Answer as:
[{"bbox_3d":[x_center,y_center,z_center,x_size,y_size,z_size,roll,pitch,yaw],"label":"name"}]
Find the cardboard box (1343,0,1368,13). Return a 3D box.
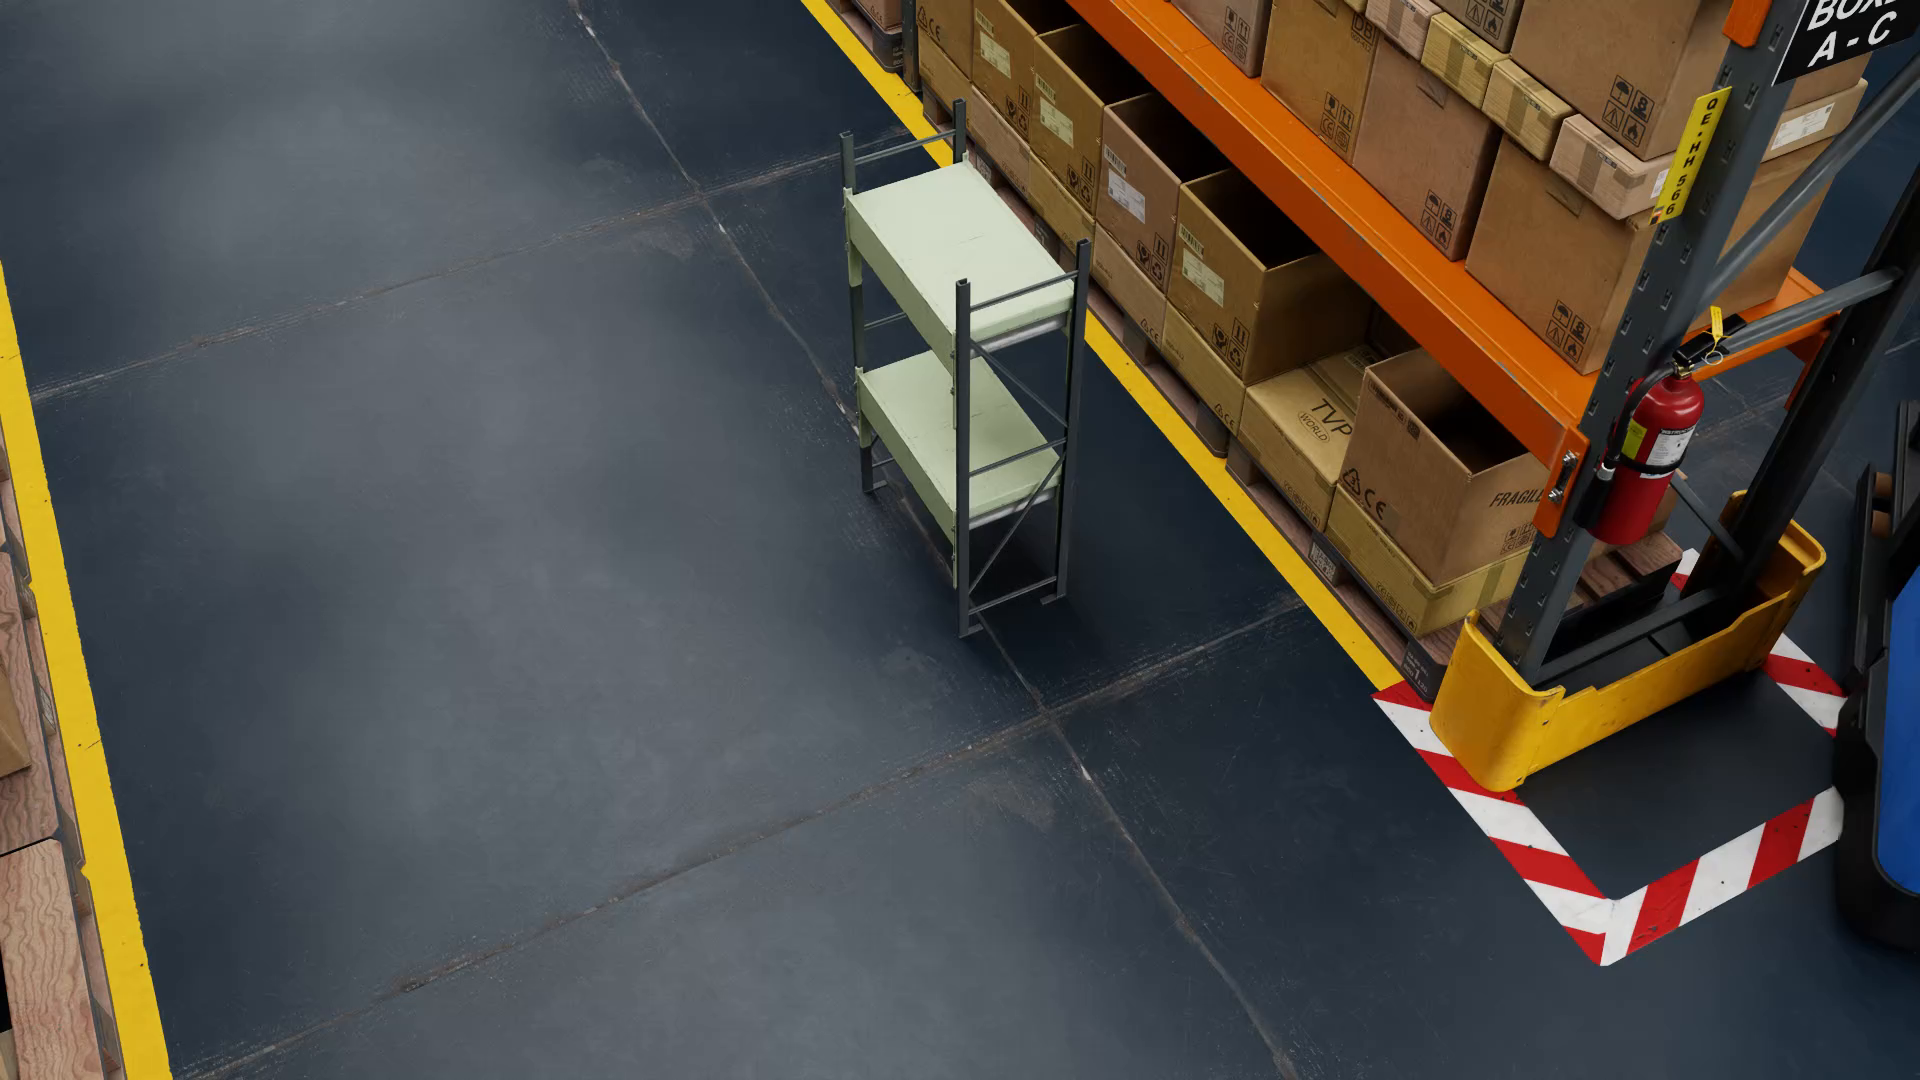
[{"bbox_3d":[1.228,-1.659,4.711,0.380,0.149,0.250,-20,52,-16],"label":"cardboard box"}]

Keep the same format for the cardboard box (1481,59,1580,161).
[{"bbox_3d":[1.579,-1.143,4.260,0.380,0.149,0.250,-20,52,-17],"label":"cardboard box"}]

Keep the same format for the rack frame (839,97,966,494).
[{"bbox_3d":[-0.164,-0.734,5.396,0.400,1.500,0.023,-21,52,-18],"label":"rack frame"}]

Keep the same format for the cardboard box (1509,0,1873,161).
[{"bbox_3d":[1.817,-1.344,4.005,0.700,0.500,0.500,-21,52,-17],"label":"cardboard box"}]

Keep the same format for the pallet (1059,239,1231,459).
[{"bbox_3d":[1.102,-0.927,6.420,1.003,0.211,1.213,-21,52,-18],"label":"pallet"}]

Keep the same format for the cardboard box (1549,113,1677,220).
[{"bbox_3d":[1.700,-0.969,4.107,0.380,0.149,0.250,-22,52,-18],"label":"cardboard box"}]

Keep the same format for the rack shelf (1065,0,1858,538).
[{"bbox_3d":[1.129,-1.634,5.664,1.077,0.370,4.000,-21,52,-18],"label":"rack shelf"}]

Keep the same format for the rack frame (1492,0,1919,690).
[{"bbox_3d":[2.044,-0.532,4.223,1.000,3.000,0.127,-21,52,-18],"label":"rack frame"}]

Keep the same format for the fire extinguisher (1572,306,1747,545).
[{"bbox_3d":[1.685,-0.268,4.043,0.296,0.674,0.183,-21,52,-18],"label":"fire extinguisher"}]

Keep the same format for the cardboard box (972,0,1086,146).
[{"bbox_3d":[0.383,-1.939,6.503,0.500,0.500,0.500,-21,52,-18],"label":"cardboard box"}]

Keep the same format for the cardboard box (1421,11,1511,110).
[{"bbox_3d":[1.461,-1.314,4.410,0.380,0.149,0.250,-22,52,-18],"label":"cardboard box"}]

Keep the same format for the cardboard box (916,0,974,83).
[{"bbox_3d":[0.147,-2.271,6.793,0.500,0.500,0.500,-21,52,-18],"label":"cardboard box"}]

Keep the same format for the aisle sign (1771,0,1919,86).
[{"bbox_3d":[1.813,-1.243,3.117,0.394,0.787,0.004,-21,52,-18],"label":"aisle sign"}]

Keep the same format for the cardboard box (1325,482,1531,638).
[{"bbox_3d":[1.536,-0.022,5.324,0.500,0.250,0.500,-21,52,-18],"label":"cardboard box"}]

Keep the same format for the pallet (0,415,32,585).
[{"bbox_3d":[-3.851,-0.145,5.737,1.003,0.211,1.213,-21,52,-18],"label":"pallet"}]

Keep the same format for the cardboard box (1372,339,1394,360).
[{"bbox_3d":[1.764,-0.534,5.772,0.500,0.250,0.500,-21,52,-18],"label":"cardboard box"}]

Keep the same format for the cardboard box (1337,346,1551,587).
[{"bbox_3d":[1.534,-0.268,5.042,0.500,0.500,0.500,-21,52,-18],"label":"cardboard box"}]

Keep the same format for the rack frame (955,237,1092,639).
[{"bbox_3d":[0.171,-0.244,4.967,0.400,1.500,0.023,-21,52,-18],"label":"rack frame"}]

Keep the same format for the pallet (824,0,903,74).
[{"bbox_3d":[-0.158,-2.771,8.033,1.003,0.211,1.213,-21,52,-18],"label":"pallet"}]

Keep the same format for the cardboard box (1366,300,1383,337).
[{"bbox_3d":[1.525,-1.112,5.779,0.500,0.500,0.500,-21,52,-18],"label":"cardboard box"}]

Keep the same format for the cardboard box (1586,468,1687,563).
[{"bbox_3d":[1.996,-0.201,5.480,0.500,0.250,0.500,-21,52,-18],"label":"cardboard box"}]

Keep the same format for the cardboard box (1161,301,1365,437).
[{"bbox_3d":[1.066,-0.687,5.906,0.500,0.250,0.500,-21,52,-18],"label":"cardboard box"}]

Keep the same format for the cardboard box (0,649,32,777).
[{"bbox_3d":[-3.148,0.471,4.714,0.700,0.500,0.500,-24,53,-20],"label":"cardboard box"}]

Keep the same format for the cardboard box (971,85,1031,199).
[{"bbox_3d":[0.380,-1.691,6.784,0.500,0.250,0.500,-21,52,-18],"label":"cardboard box"}]

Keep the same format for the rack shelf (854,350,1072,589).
[{"bbox_3d":[0.003,-0.275,5.427,0.431,0.370,0.720,-21,52,-18],"label":"rack shelf"}]

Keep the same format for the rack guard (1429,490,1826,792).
[{"bbox_3d":[2.055,0.307,5.149,1.175,0.500,0.348,-21,52,-18],"label":"rack guard"}]

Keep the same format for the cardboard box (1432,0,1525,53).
[{"bbox_3d":[1.572,-1.695,4.311,0.700,0.500,0.500,-22,53,-18],"label":"cardboard box"}]

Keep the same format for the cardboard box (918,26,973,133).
[{"bbox_3d":[0.156,-2.027,7.078,0.500,0.250,0.500,-21,52,-18],"label":"cardboard box"}]

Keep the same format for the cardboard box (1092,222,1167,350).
[{"bbox_3d":[0.839,-1.022,6.199,0.500,0.250,0.500,-21,52,-18],"label":"cardboard box"}]

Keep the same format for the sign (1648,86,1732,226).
[{"bbox_3d":[1.555,-0.814,3.542,0.100,0.325,0.005,-21,52,-18],"label":"sign"}]

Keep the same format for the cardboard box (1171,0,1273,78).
[{"bbox_3d":[1.131,-1.917,5.368,0.700,0.500,0.500,-20,52,-16],"label":"cardboard box"}]

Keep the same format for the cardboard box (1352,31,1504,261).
[{"bbox_3d":[1.597,-1.232,4.768,0.700,0.500,0.500,-20,52,-17],"label":"cardboard box"}]

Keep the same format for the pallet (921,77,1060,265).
[{"bbox_3d":[0.540,-1.745,7.136,1.003,0.211,1.213,-21,52,-18],"label":"pallet"}]

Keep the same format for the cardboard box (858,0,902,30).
[{"bbox_3d":[-0.234,-2.620,7.596,0.500,0.250,0.500,-22,52,-18],"label":"cardboard box"}]

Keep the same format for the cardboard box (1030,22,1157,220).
[{"bbox_3d":[0.605,-1.602,6.208,0.500,0.500,0.500,-21,52,-18],"label":"cardboard box"}]

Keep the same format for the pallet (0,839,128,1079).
[{"bbox_3d":[-2.734,1.488,4.308,1.003,0.211,1.213,-21,52,-18],"label":"pallet"}]

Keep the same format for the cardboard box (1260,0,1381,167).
[{"bbox_3d":[1.375,-1.566,5.060,0.700,0.500,0.500,-21,52,-17],"label":"cardboard box"}]

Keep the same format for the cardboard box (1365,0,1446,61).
[{"bbox_3d":[1.348,-1.484,4.557,0.380,0.149,0.250,-21,52,-17],"label":"cardboard box"}]

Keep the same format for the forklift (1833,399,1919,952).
[{"bbox_3d":[3.544,-0.729,4.440,1.130,2.935,3.031,18,51,15],"label":"forklift"}]

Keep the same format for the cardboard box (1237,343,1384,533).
[{"bbox_3d":[1.296,-0.353,5.614,0.500,0.250,0.500,-21,52,-18],"label":"cardboard box"}]

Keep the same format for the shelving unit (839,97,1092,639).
[{"bbox_3d":[0.003,-0.489,5.182,0.431,1.500,0.755,-21,52,-18],"label":"shelving unit"}]

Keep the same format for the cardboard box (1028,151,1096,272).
[{"bbox_3d":[0.605,-1.355,6.490,0.500,0.250,0.500,-21,52,-18],"label":"cardboard box"}]

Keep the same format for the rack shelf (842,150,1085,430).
[{"bbox_3d":[0.003,-0.746,4.888,0.431,0.370,0.720,-21,52,-18],"label":"rack shelf"}]

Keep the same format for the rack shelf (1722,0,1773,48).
[{"bbox_3d":[1.129,-2.621,4.535,1.077,0.370,4.000,-21,52,-18],"label":"rack shelf"}]

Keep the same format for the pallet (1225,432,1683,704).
[{"bbox_3d":[1.657,-0.112,5.707,1.003,0.211,1.213,-21,52,-18],"label":"pallet"}]

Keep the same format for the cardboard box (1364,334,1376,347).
[{"bbox_3d":[1.536,-0.869,6.065,0.500,0.250,0.500,-21,52,-18],"label":"cardboard box"}]

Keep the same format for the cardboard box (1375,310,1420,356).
[{"bbox_3d":[1.766,-0.782,5.490,0.500,0.500,0.500,-21,52,-18],"label":"cardboard box"}]

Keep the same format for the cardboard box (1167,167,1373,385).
[{"bbox_3d":[1.063,-0.933,5.623,0.500,0.500,0.500,-21,52,-18],"label":"cardboard box"}]

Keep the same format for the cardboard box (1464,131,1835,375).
[{"bbox_3d":[1.842,-0.882,4.462,0.700,0.500,0.500,-21,52,-18],"label":"cardboard box"}]

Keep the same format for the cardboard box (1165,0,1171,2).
[{"bbox_3d":[0.895,-2.259,5.667,0.700,0.500,0.500,-20,52,-17],"label":"cardboard box"}]

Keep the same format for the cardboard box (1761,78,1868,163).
[{"bbox_3d":[2.056,-1.115,4.235,0.380,0.149,0.250,-22,52,-18],"label":"cardboard box"}]

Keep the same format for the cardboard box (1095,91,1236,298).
[{"bbox_3d":[0.836,-1.268,5.916,0.500,0.500,0.500,-21,52,-18],"label":"cardboard box"}]

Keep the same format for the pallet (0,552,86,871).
[{"bbox_3d":[-3.288,0.672,5.022,1.003,0.211,1.213,-21,52,-18],"label":"pallet"}]

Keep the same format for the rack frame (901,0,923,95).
[{"bbox_3d":[0.213,-3.209,6.564,1.000,3.000,0.127,-21,52,-18],"label":"rack frame"}]
